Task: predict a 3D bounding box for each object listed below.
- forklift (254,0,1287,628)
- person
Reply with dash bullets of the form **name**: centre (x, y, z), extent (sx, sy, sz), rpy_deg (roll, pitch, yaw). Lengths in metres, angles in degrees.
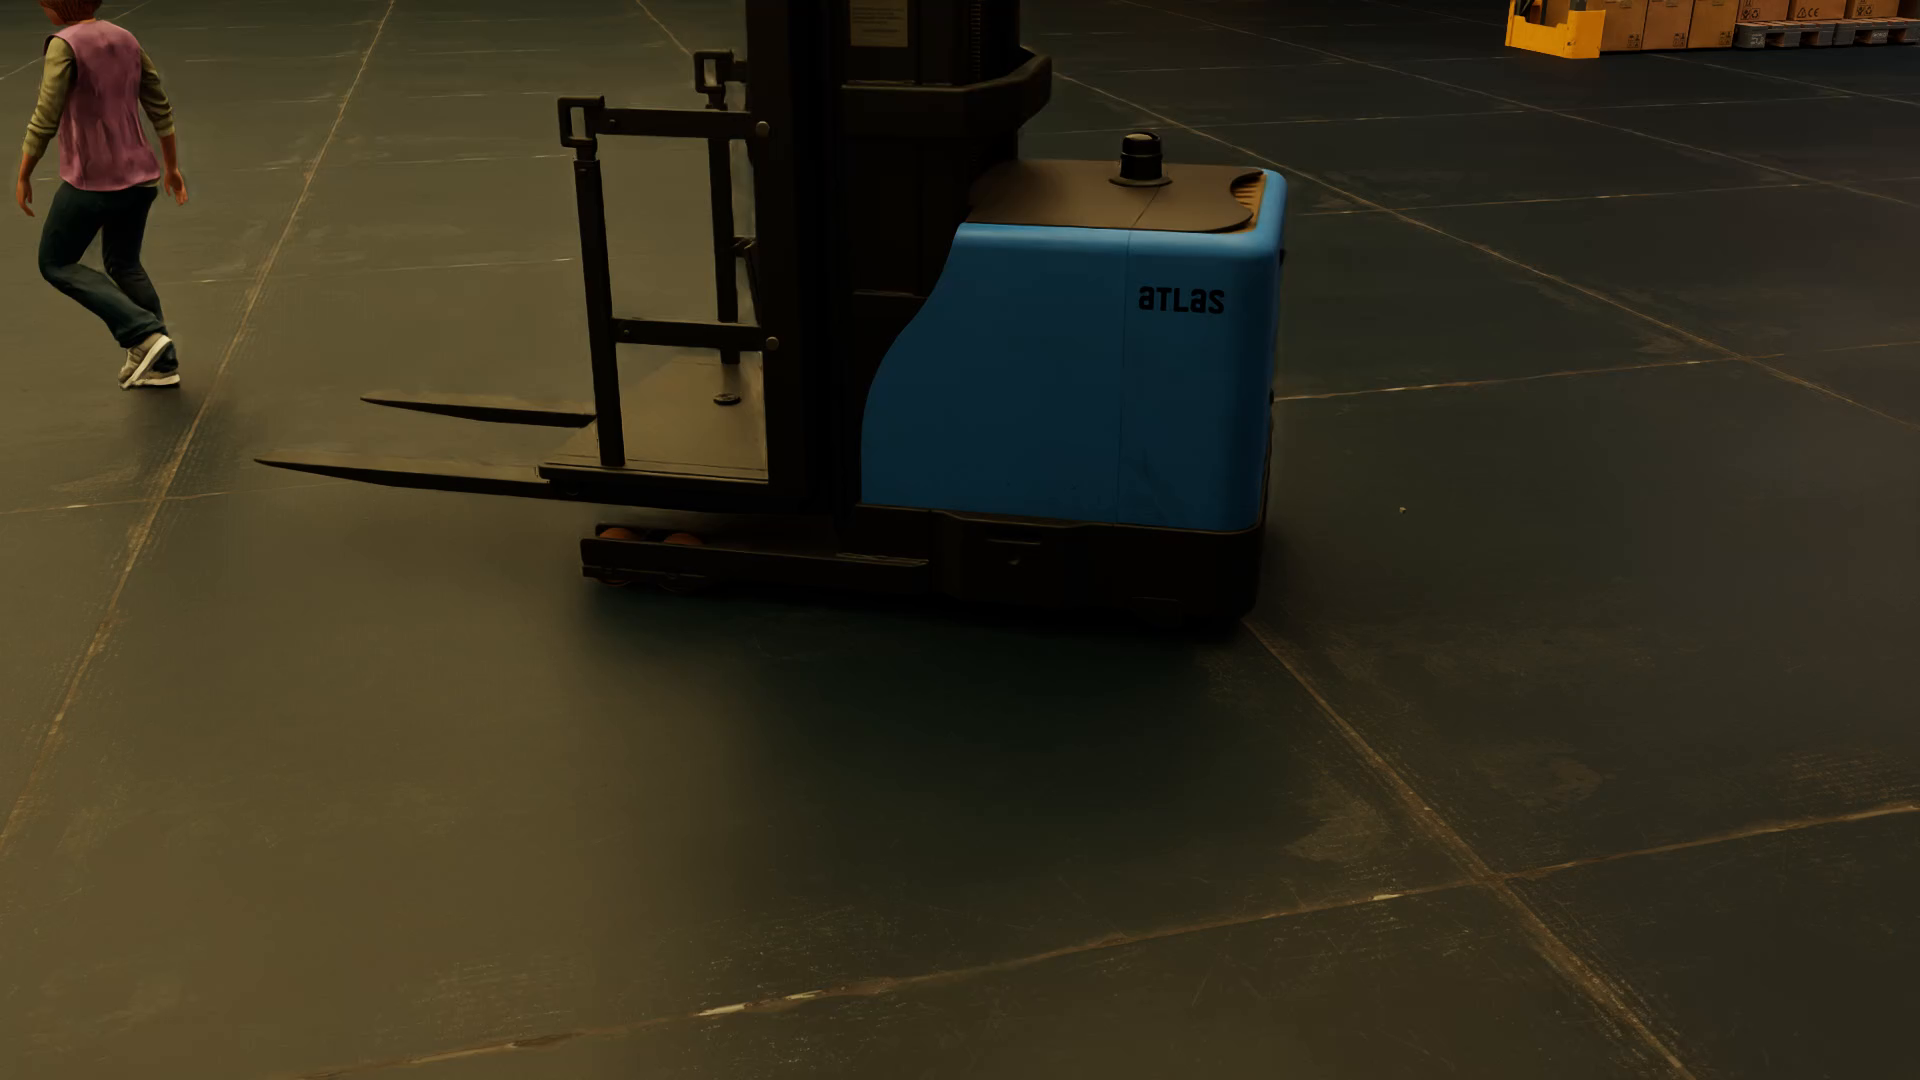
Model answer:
- **forklift**: centre (-0.603, -1.394, 4.586), extent (3.031, 2.935, 1.130), rpy_deg (5, 24, 11)
- **person**: centre (-3.139, -1.302, 6.117), extent (0.433, 1.566, 0.582), rpy_deg (6, 24, 13)
